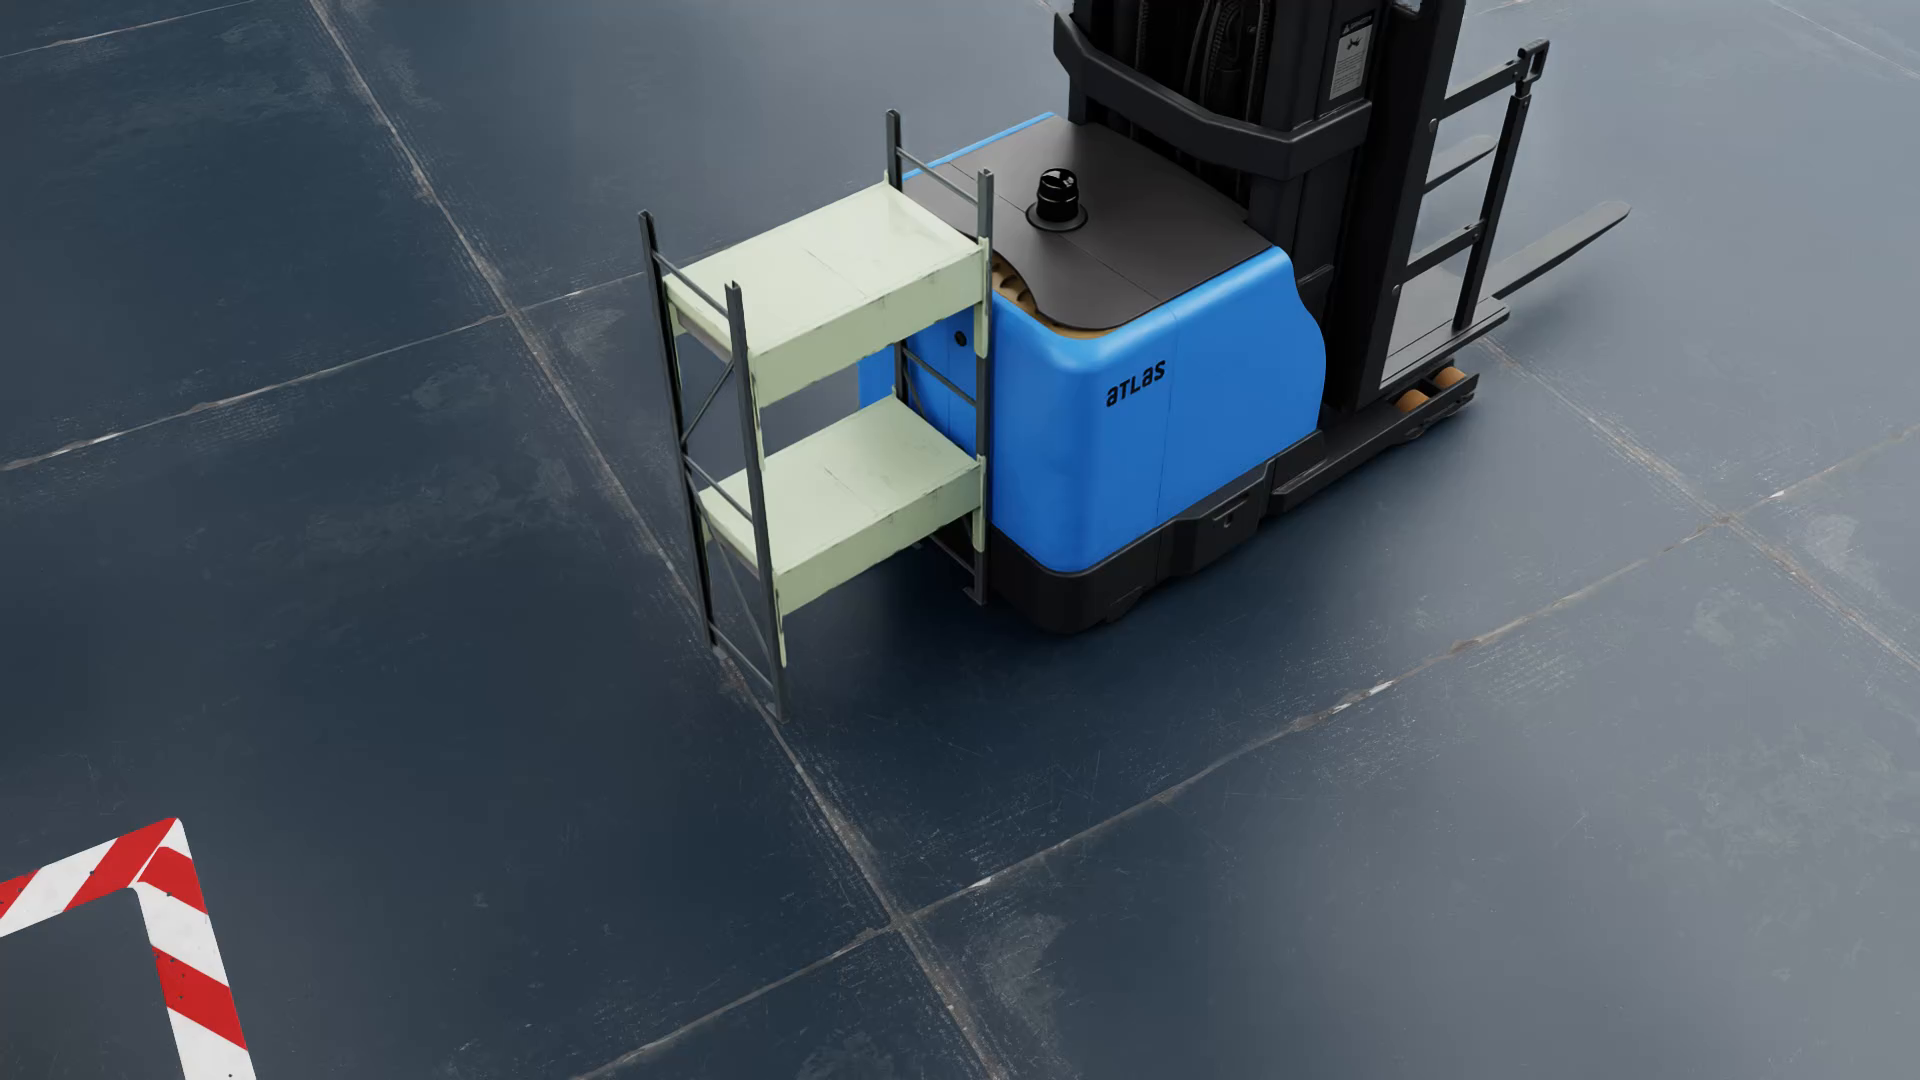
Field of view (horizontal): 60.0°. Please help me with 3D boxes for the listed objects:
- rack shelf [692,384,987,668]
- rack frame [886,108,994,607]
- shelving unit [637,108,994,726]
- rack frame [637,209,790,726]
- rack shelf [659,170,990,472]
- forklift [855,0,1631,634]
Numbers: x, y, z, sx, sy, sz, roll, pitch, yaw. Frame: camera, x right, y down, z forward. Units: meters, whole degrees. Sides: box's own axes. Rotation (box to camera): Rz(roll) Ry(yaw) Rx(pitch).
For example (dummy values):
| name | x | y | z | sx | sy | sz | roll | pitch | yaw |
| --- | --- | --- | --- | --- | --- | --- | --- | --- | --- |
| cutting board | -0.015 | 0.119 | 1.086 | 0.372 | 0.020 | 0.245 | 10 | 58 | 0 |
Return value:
| name | x | y | z | sx | sy | sz | roll | pitch | yaw |
| --- | --- | --- | --- | --- | --- | --- | --- | --- | --- |
| rack shelf | -0.336 | -0.052 | 4.695 | 0.720 | 0.370 | 0.431 | -30 | 51 | -27 |
| rack frame | -0.054 | -0.448 | 4.635 | 0.023 | 1.500 | 0.400 | -30 | 51 | -27 |
| shelving unit | -0.336 | -0.286 | 4.468 | 0.755 | 1.500 | 0.431 | -30 | 51 | -27 |
| rack frame | -0.619 | -0.124 | 4.301 | 0.023 | 1.500 | 0.400 | -30 | 51 | -27 |
| rack shelf | -0.336 | -0.566 | 4.196 | 0.720 | 0.370 | 0.431 | -30 | 51 | -27 |
| forklift | 1.129 | -1.645 | 4.841 | 3.031 | 2.935 | 1.130 | -30 | 51 | -27 |
